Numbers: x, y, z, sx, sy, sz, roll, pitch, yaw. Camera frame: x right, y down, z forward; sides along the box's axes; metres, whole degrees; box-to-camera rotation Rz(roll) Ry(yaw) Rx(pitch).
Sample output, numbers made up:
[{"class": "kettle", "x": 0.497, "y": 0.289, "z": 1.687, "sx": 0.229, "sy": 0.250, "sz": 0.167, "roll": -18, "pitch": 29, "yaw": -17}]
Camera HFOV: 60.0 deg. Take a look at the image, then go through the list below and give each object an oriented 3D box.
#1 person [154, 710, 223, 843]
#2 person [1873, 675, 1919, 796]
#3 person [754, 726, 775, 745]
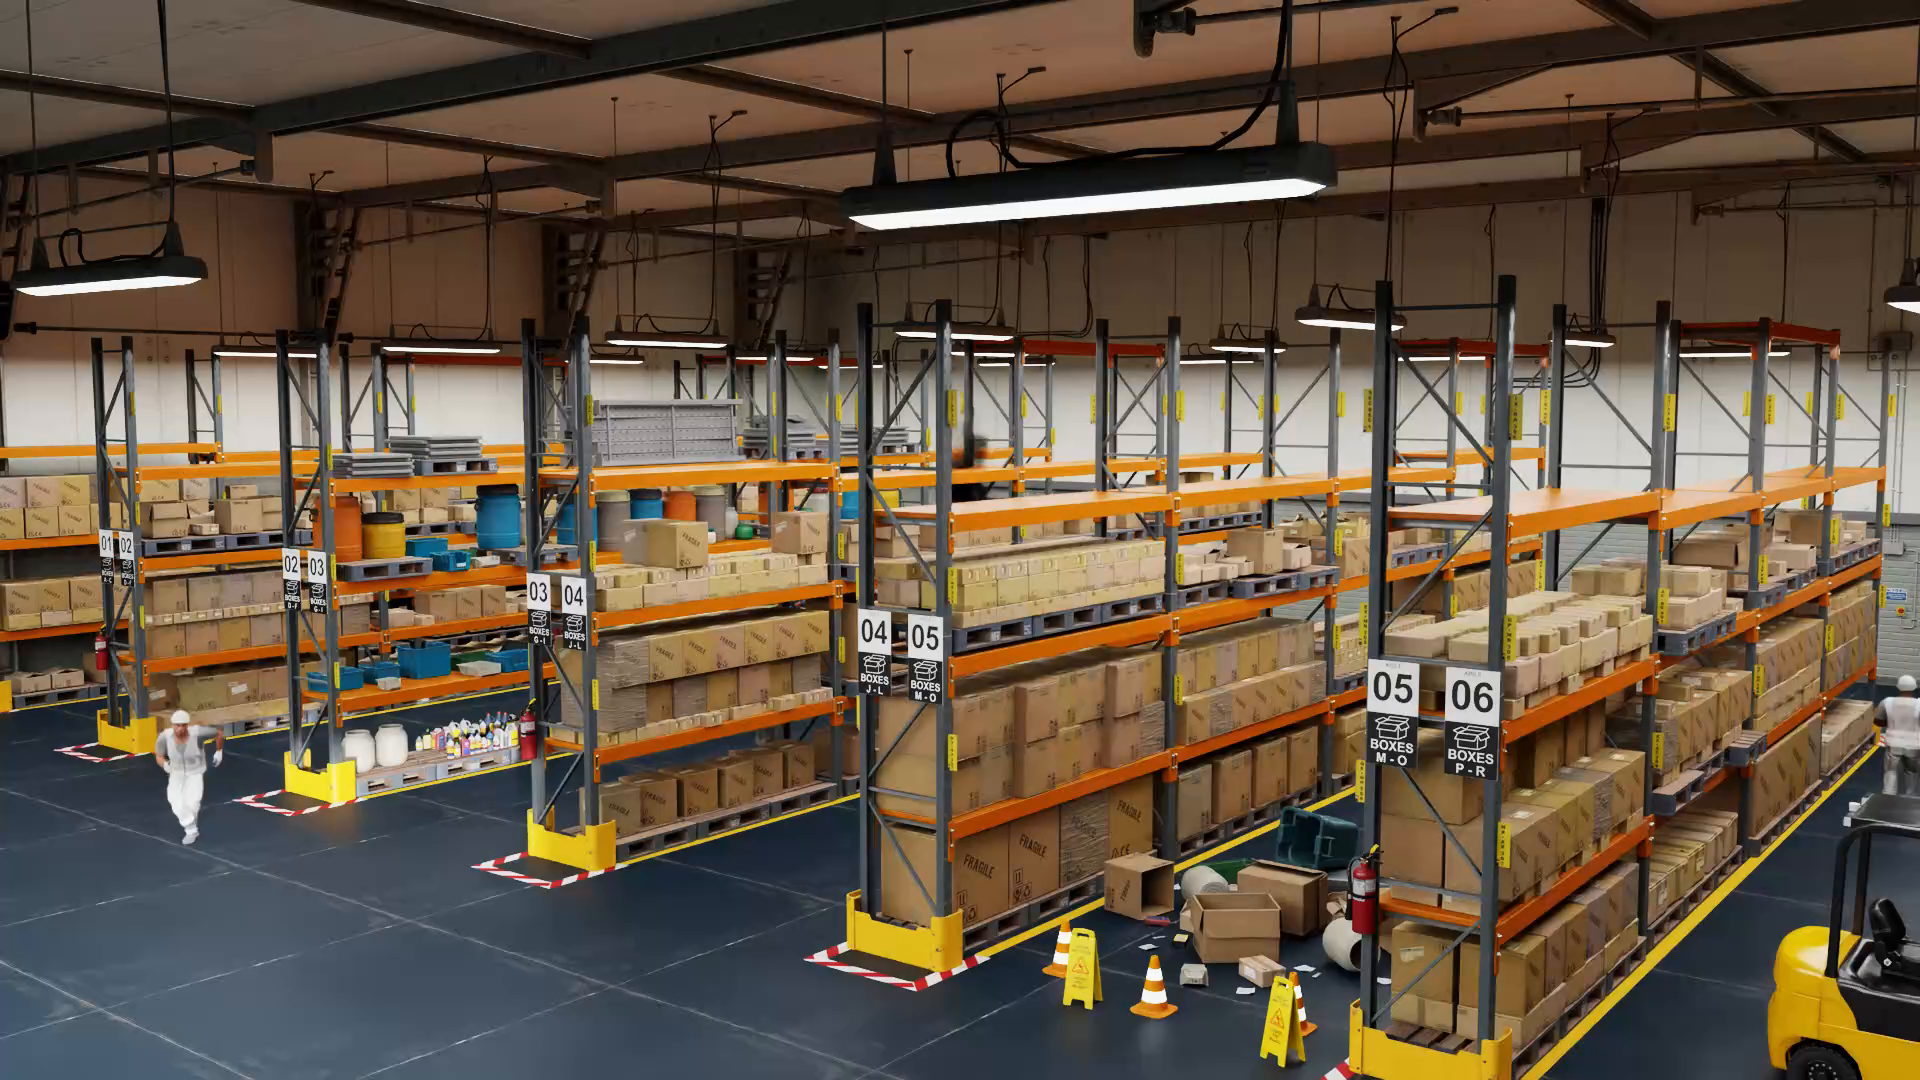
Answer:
[{"class": "person", "x": -8.806, "y": 2.710, "z": 19.011, "sx": 0.693, "sy": 1.624, "sz": 0.820, "roll": -1, "pitch": 5, "yaw": -17}, {"class": "person", "x": 11.556, "y": 2.519, "z": 20.349, "sx": 0.698, "sy": 1.757, "sz": 0.886, "roll": 3, "pitch": 6, "yaw": 33}, {"class": "person", "x": -2.806, "y": 1.999, "z": 23.061, "sx": 0.644, "sy": 1.754, "sz": 0.592, "roll": 3, "pitch": 6, "yaw": 31}]
